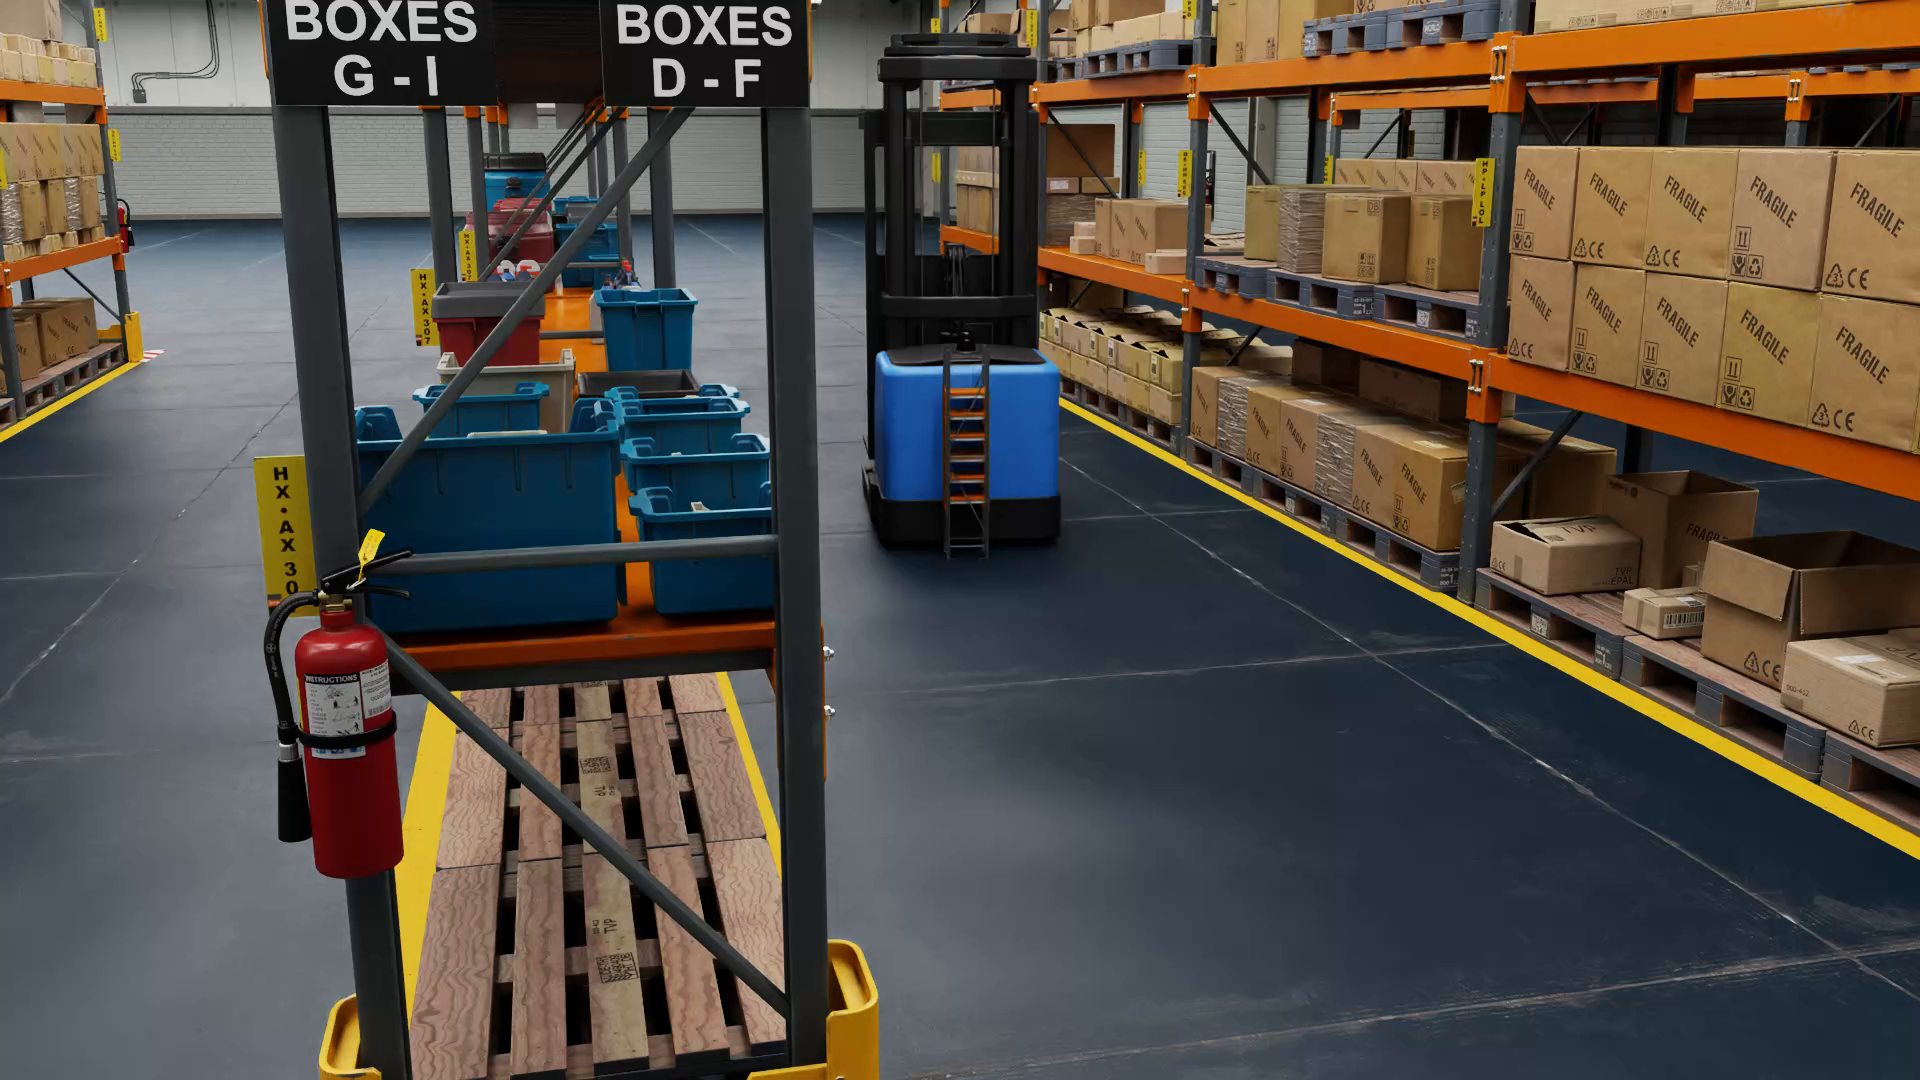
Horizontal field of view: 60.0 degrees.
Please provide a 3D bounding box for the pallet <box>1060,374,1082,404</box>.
[{"bbox_3d":[1.413,-1.481,15.546,1.003,0.211,1.213,-3,14,-13],"label":"pallet"}]

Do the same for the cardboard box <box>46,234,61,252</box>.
[{"bbox_3d":[-8.551,-2.742,15.360,0.380,0.149,0.250,-3,14,-13],"label":"cardboard box"}]

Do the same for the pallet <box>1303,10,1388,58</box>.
[{"bbox_3d":[2.750,-2.917,9.624,1.213,0.211,1.003,-3,14,-13],"label":"pallet"}]

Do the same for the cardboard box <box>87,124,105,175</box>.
[{"bbox_3d":[-8.998,-3.941,16.793,0.500,0.500,0.500,-3,14,-13],"label":"cardboard box"}]

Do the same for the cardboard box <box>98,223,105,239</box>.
[{"bbox_3d":[-9.100,-3.199,17.230,0.380,0.149,0.250,-3,14,-13],"label":"cardboard box"}]

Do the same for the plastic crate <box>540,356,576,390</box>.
[{"bbox_3d":[-1.764,-0.669,6.773,0.396,0.136,0.243,-3,14,-13],"label":"plastic crate"}]

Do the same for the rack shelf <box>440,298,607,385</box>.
[{"bbox_3d":[-2.204,-0.995,9.195,1.077,0.370,4.000,-3,14,-13],"label":"rack shelf"}]

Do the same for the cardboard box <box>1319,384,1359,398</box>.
[{"bbox_3d":[2.711,-0.758,11.051,0.500,0.500,0.500,-4,14,-15],"label":"cardboard box"}]

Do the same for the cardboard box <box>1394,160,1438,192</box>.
[{"bbox_3d":[5.251,-4.025,18.776,0.500,0.500,0.500,-3,14,-11],"label":"cardboard box"}]

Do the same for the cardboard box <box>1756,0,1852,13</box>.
[{"bbox_3d":[3.305,-2.070,6.077,0.500,0.250,0.500,-3,14,-13],"label":"cardboard box"}]

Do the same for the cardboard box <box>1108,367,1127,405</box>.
[{"bbox_3d":[1.541,-1.292,13.804,0.500,0.250,0.500,-3,14,-12],"label":"cardboard box"}]

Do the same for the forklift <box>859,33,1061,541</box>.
[{"bbox_3d":[-0.079,-1.713,10.763,1.130,2.935,3.031,-1,14,-6],"label":"forklift"}]

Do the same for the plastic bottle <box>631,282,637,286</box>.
[{"bbox_3d":[-1.768,-1.266,9.061,0.097,0.271,0.097,0,14,0],"label":"plastic bottle"}]

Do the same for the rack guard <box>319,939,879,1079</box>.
[{"bbox_3d":[-0.777,1.259,3.721,1.175,0.500,0.348,-3,14,-13],"label":"rack guard"}]

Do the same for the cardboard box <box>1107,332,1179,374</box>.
[{"bbox_3d":[1.535,-1.565,13.739,0.500,0.311,0.500,-3,14,-14],"label":"cardboard box"}]

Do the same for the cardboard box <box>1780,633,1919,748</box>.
[{"bbox_3d":[3.459,0.554,6.206,0.500,0.250,0.500,-3,14,-13],"label":"cardboard box"}]

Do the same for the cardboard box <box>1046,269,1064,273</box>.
[{"bbox_3d":[1.163,-2.591,17.543,0.500,0.500,0.500,-3,14,-13],"label":"cardboard box"}]

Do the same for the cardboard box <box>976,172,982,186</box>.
[{"bbox_3d":[0.390,-3.950,18.196,0.380,0.149,0.250,-4,14,-15],"label":"cardboard box"}]

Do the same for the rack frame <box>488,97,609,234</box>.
[{"bbox_3d":[-3.613,-2.729,14.775,1.000,3.000,0.127,-3,14,-13],"label":"rack frame"}]

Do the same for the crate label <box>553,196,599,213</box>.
[{"bbox_3d":[-3.858,-3.259,16.872,0.502,0.435,0.616,-3,14,-13],"label":"crate label"}]

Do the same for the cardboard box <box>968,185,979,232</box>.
[{"bbox_3d":[0.488,-3.746,18.728,0.700,0.500,0.500,-3,14,-12],"label":"cardboard box"}]

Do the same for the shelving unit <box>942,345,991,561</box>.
[{"bbox_3d":[0.034,-0.490,9.405,0.258,1.200,0.189,-1,14,-6],"label":"shelving unit"}]

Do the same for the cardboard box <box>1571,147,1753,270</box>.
[{"bbox_3d":[3.040,-1.449,7.221,0.500,0.500,0.500,-4,14,-15],"label":"cardboard box"}]

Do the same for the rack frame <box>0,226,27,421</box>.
[{"bbox_3d":[-8.428,-2.452,13.645,1.000,3.000,0.127,-3,14,-13],"label":"rack frame"}]

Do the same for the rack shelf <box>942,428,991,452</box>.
[{"bbox_3d":[0.034,-0.564,9.387,0.258,0.103,0.180,-1,14,-6],"label":"rack shelf"}]

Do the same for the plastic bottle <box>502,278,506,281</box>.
[{"bbox_3d":[-2.561,-1.308,9.221,0.152,0.276,0.135,-3,14,-13],"label":"plastic bottle"}]

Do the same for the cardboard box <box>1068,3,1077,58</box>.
[{"bbox_3d":[1.340,-4.912,16.003,0.500,0.500,0.500,-2,14,-9],"label":"cardboard box"}]

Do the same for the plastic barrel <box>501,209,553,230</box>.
[{"bbox_3d":[-3.222,-2.183,12.305,0.421,0.512,0.421,0,14,0],"label":"plastic barrel"}]

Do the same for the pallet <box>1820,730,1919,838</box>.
[{"bbox_3d":[3.814,0.918,5.726,1.003,0.211,1.213,-3,14,-13],"label":"pallet"}]

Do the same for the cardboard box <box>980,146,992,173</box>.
[{"bbox_3d":[0.620,-4.247,18.048,0.700,0.500,0.500,-3,14,-13],"label":"cardboard box"}]

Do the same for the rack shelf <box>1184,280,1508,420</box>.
[{"bbox_3d":[2.611,-1.270,10.321,1.077,0.370,4.000,-3,14,-13],"label":"rack shelf"}]

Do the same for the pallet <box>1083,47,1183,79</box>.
[{"bbox_3d":[1.630,-3.856,13.467,1.003,0.211,1.213,-3,14,-11],"label":"pallet"}]

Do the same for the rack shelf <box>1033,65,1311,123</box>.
[{"bbox_3d":[1.672,-3.650,13.742,1.077,0.370,4.000,-3,14,-13],"label":"rack shelf"}]

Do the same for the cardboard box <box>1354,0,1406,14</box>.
[{"bbox_3d":[2.718,-3.344,9.669,0.600,0.600,0.600,-4,14,-15],"label":"cardboard box"}]

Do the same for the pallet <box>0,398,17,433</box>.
[{"bbox_3d":[-8.244,-0.918,13.241,1.003,0.211,1.213,-3,14,-13],"label":"pallet"}]

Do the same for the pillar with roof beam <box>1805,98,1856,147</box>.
[{"bbox_3d":[3.307,-5.380,12.989,9.100,9.000,0.400,-3,14,-13],"label":"pillar with roof beam"}]

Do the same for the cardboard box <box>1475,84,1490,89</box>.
[{"bbox_3d":[5.657,-4.899,17.088,0.500,0.500,0.500,-3,14,-12],"label":"cardboard box"}]

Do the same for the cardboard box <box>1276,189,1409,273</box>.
[{"bbox_3d":[2.428,-1.973,10.587,0.700,0.500,0.500,-1,14,-3],"label":"cardboard box"}]

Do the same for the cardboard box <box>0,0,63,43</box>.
[{"bbox_3d":[-8.757,-4.925,15.554,0.500,0.500,0.500,-3,14,-13],"label":"cardboard box"}]

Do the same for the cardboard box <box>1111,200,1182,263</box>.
[{"bbox_3d":[1.608,-2.637,14.190,0.500,0.500,0.500,-3,14,-13],"label":"cardboard box"}]

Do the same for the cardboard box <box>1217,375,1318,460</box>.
[{"bbox_3d":[2.099,-0.839,11.381,0.500,0.500,0.500,-4,14,-15],"label":"cardboard box"}]

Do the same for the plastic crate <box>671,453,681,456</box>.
[{"bbox_3d":[-0.687,-0.172,4.739,0.250,0.136,0.298,-3,14,-13],"label":"plastic crate"}]

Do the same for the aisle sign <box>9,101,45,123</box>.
[{"bbox_3d":[-9.673,-4.636,17.104,0.394,0.787,0.004,-3,14,-13],"label":"aisle sign"}]

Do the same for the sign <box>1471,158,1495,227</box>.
[{"bbox_3d":[2.542,-1.689,8.080,0.100,0.325,0.005,-3,14,-13],"label":"sign"}]

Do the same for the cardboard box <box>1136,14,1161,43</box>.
[{"bbox_3d":[1.716,-4.023,13.186,0.500,0.250,0.500,-4,14,-14],"label":"cardboard box"}]

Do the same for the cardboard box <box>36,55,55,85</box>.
[{"bbox_3d":[-8.652,-4.313,15.256,0.500,0.250,0.500,-4,14,-14],"label":"cardboard box"}]

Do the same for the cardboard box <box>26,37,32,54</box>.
[{"bbox_3d":[-8.547,-4.421,14.859,0.380,0.149,0.250,-4,14,-14],"label":"cardboard box"}]

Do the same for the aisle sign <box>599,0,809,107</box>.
[{"bbox_3d":[-0.490,-1.223,3.135,0.394,0.787,0.004,-3,14,-13],"label":"aisle sign"}]

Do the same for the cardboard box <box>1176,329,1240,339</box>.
[{"bbox_3d":[2.055,-1.597,13.872,0.500,0.311,0.500,-4,14,-15],"label":"cardboard box"}]
